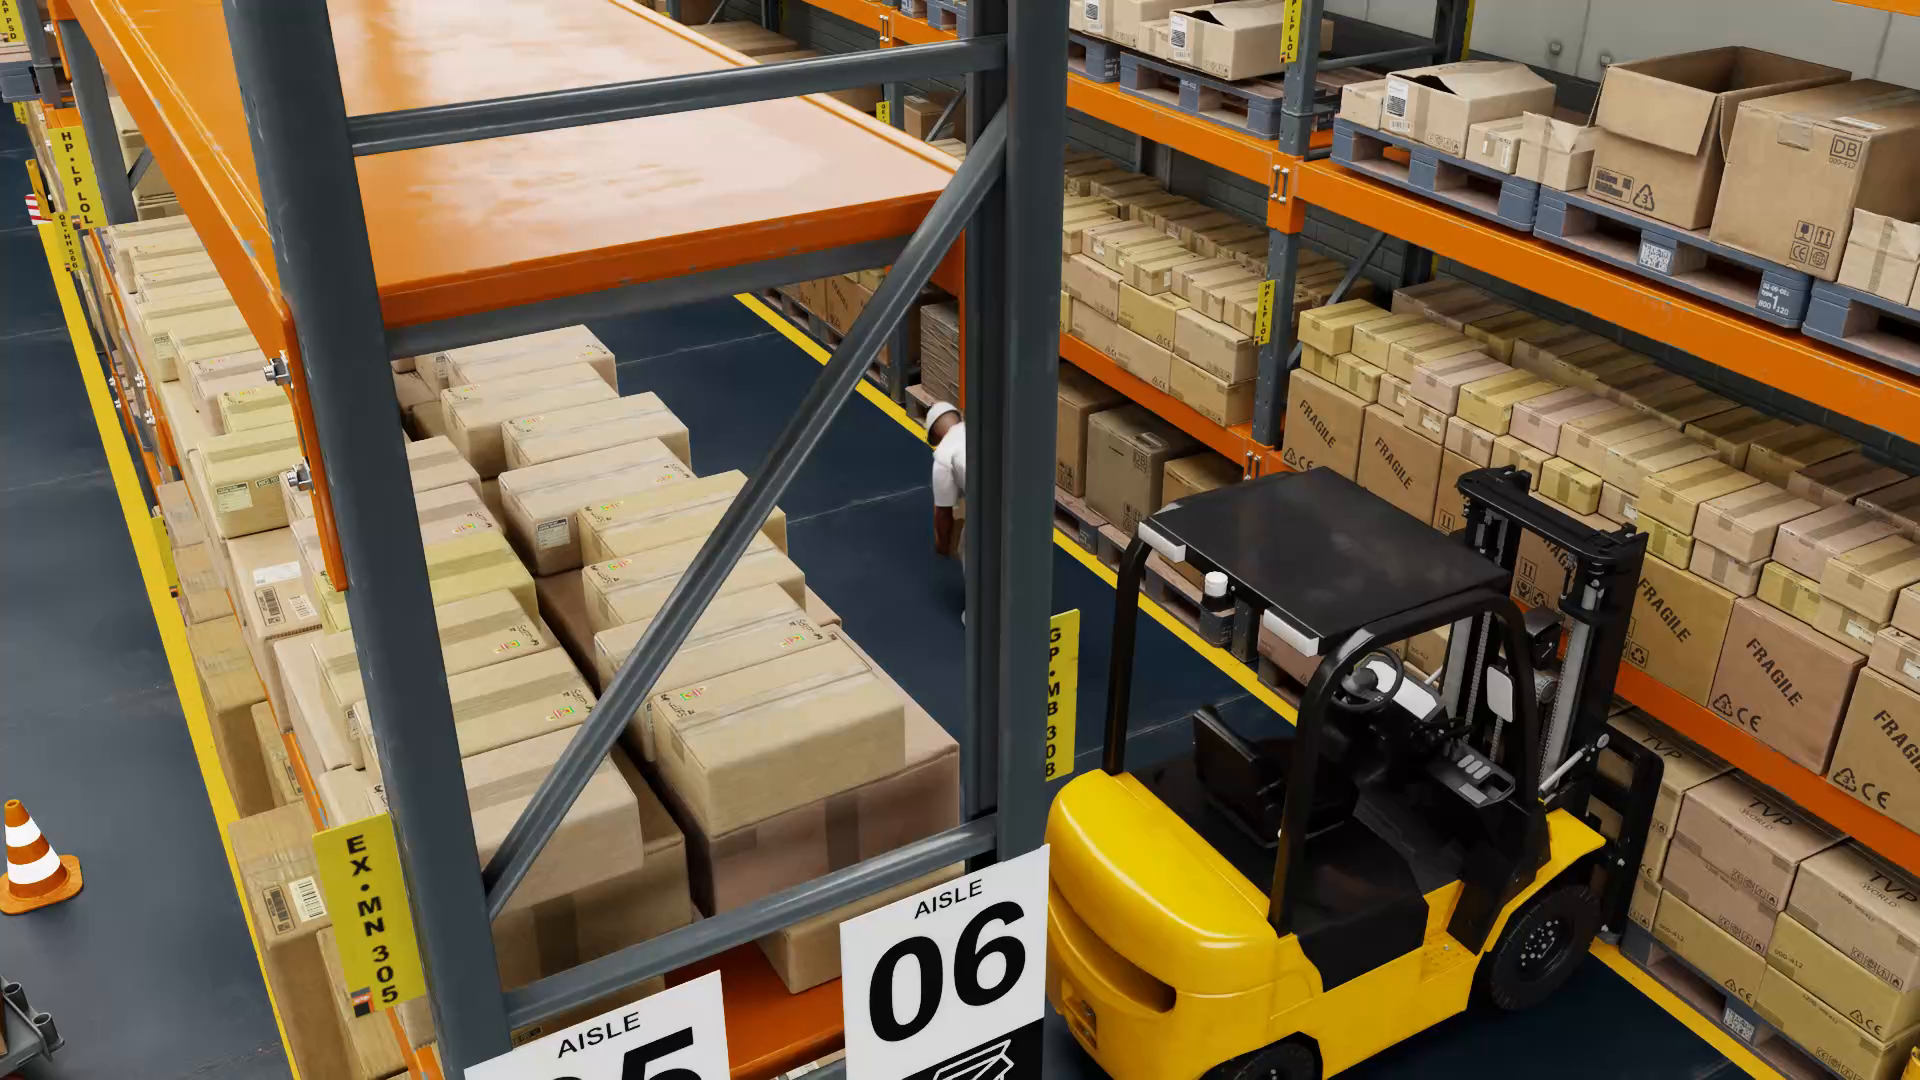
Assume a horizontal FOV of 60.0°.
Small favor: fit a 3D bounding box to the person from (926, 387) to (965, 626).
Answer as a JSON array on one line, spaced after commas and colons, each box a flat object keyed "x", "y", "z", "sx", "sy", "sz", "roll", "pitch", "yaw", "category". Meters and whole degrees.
[{"x": 0.102, "y": -0.157, "z": 9.364, "sx": 0.475, "sy": 1.242, "sz": 0.956, "roll": -17, "pitch": 33, "yaw": -28, "category": "person"}]
